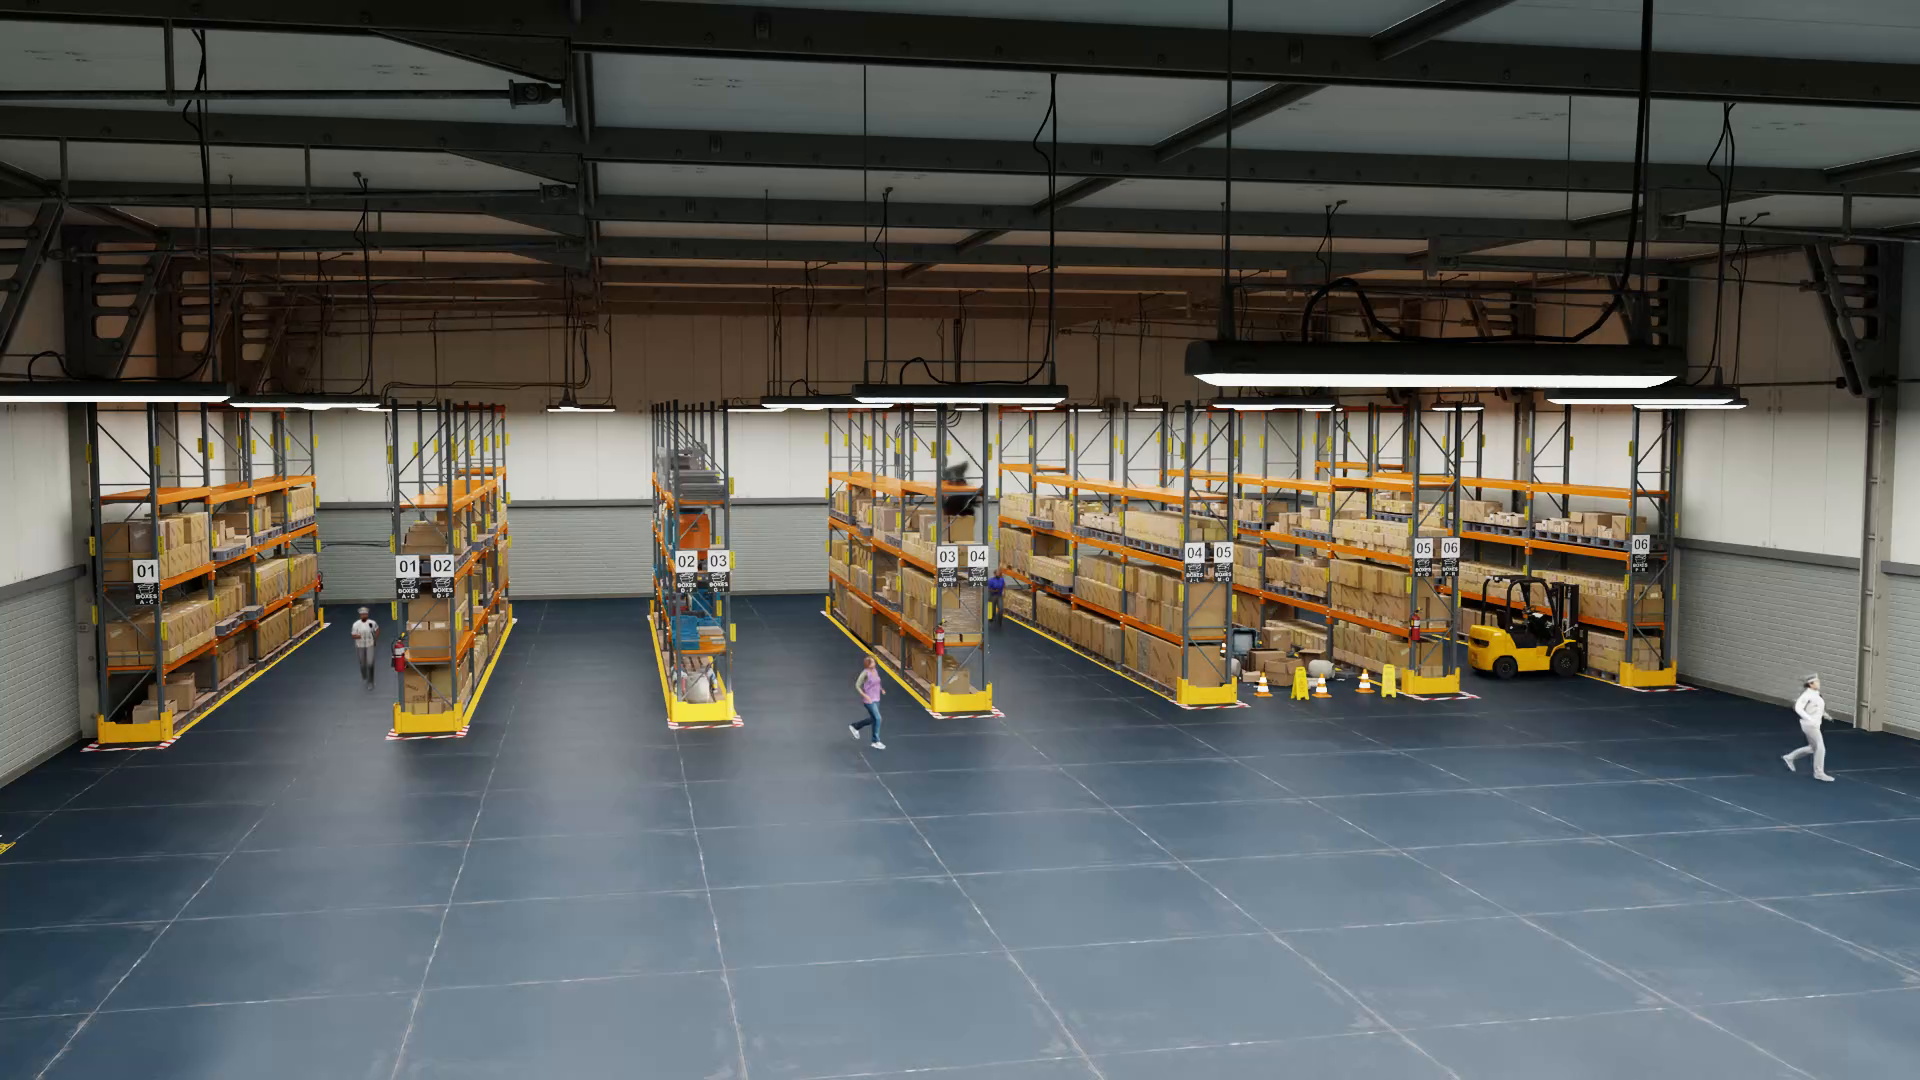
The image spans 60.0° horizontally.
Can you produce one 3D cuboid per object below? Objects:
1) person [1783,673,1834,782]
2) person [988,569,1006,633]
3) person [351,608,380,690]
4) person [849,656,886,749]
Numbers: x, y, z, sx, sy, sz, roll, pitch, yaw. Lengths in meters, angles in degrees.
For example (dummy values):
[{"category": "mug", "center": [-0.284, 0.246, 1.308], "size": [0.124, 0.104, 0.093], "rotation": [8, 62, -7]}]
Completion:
[{"category": "person", "center": [13.321, 2.912, 26.093], "size": [0.766, 1.683, 0.627], "rotation": [3, 6, 39]}, {"category": "person", "center": [0.953, 1.593, 43.995], "size": [0.600, 1.692, 0.925], "rotation": [-1, 5, -18]}, {"category": "person", "center": [-12.419, 2.278, 34.742], "size": [0.554, 1.739, 0.746], "rotation": [-1, 4, -16]}, {"category": "person", "center": [-1.592, 2.785, 28.671], "size": [0.697, 1.590, 0.533], "rotation": [2, 5, 26]}]
